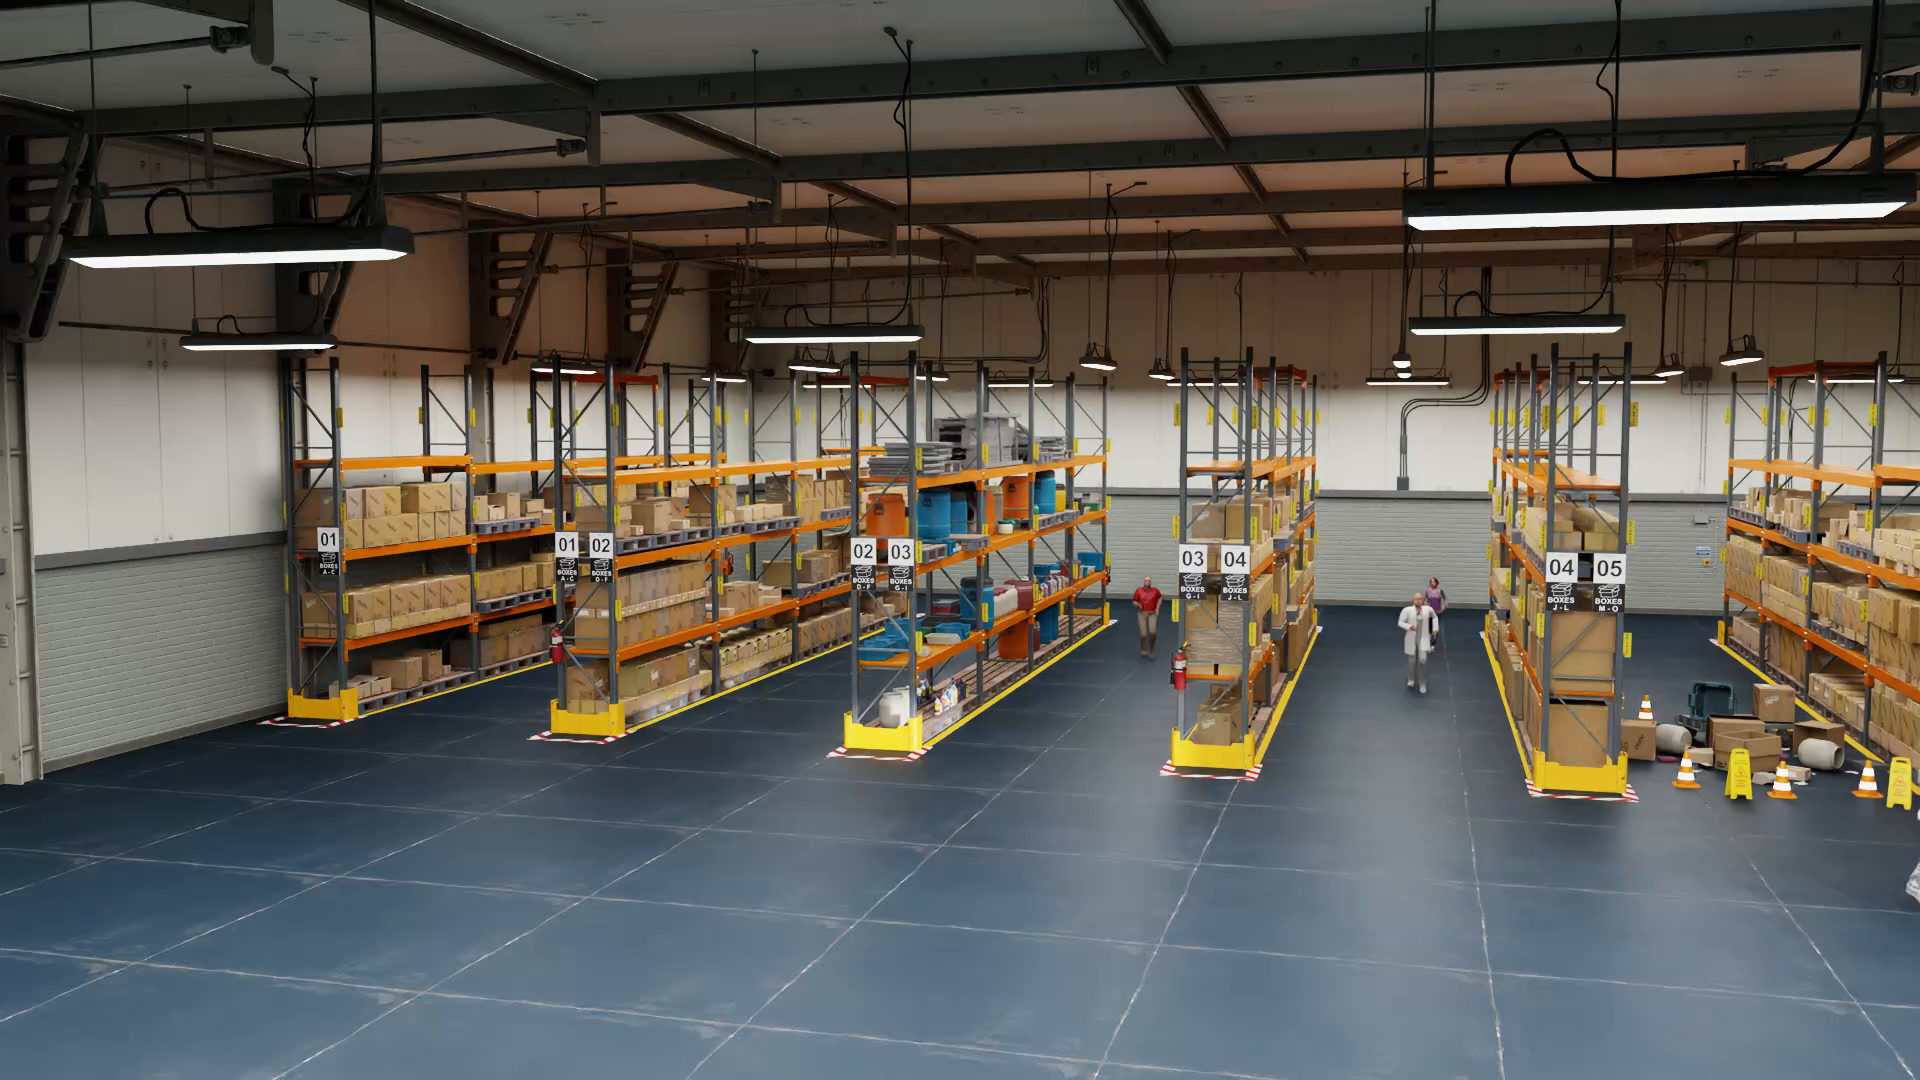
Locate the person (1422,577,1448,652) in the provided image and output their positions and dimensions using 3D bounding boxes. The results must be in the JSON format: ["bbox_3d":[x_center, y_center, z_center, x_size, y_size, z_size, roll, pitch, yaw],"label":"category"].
[{"bbox_3d":[10.258,1.592,35.975,0.546,1.589,0.741,1,4,18],"label":"person"}]

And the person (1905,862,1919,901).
[{"bbox_3d":[9.973,2.871,16.763,0.664,1.835,0.775,-2,5,-29],"label":"person"}]

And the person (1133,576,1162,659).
[{"bbox_3d":[3.899,1.623,34.629,0.614,1.753,0.726,0,4,6],"label":"person"}]

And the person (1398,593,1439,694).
[{"bbox_3d":[8.396,1.898,30.473,0.735,1.869,0.836,1,4,11],"label":"person"}]
